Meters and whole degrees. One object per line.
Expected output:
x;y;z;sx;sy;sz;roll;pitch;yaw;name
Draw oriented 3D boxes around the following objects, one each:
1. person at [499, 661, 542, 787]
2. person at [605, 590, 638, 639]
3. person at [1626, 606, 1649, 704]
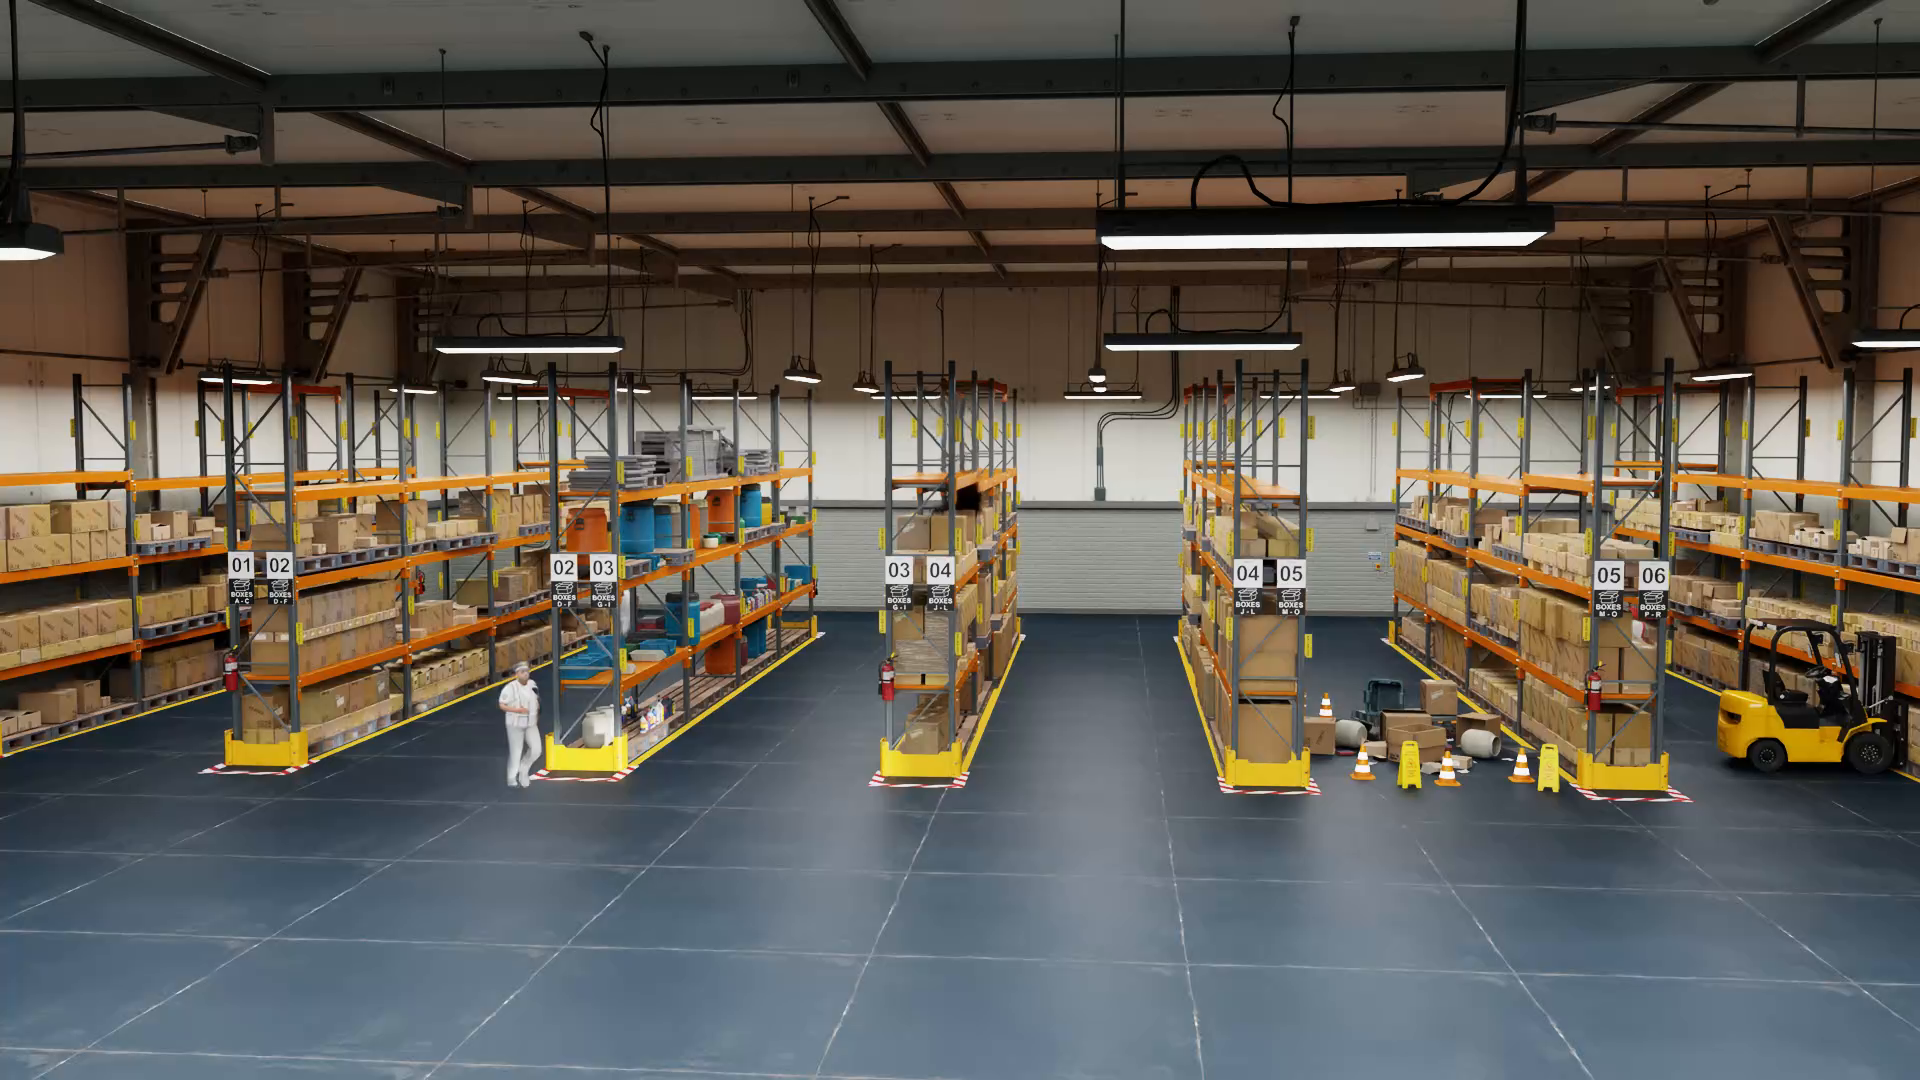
-6.117;2.593;23.299;0.674;1.802;0.642;-3;5;-41;person
-7.334;1.761;36.027;0.657;1.843;0.877;0;4;2;person
12.253;2.124;30.257;0.588;1.831;0.835;0;4;0;person
